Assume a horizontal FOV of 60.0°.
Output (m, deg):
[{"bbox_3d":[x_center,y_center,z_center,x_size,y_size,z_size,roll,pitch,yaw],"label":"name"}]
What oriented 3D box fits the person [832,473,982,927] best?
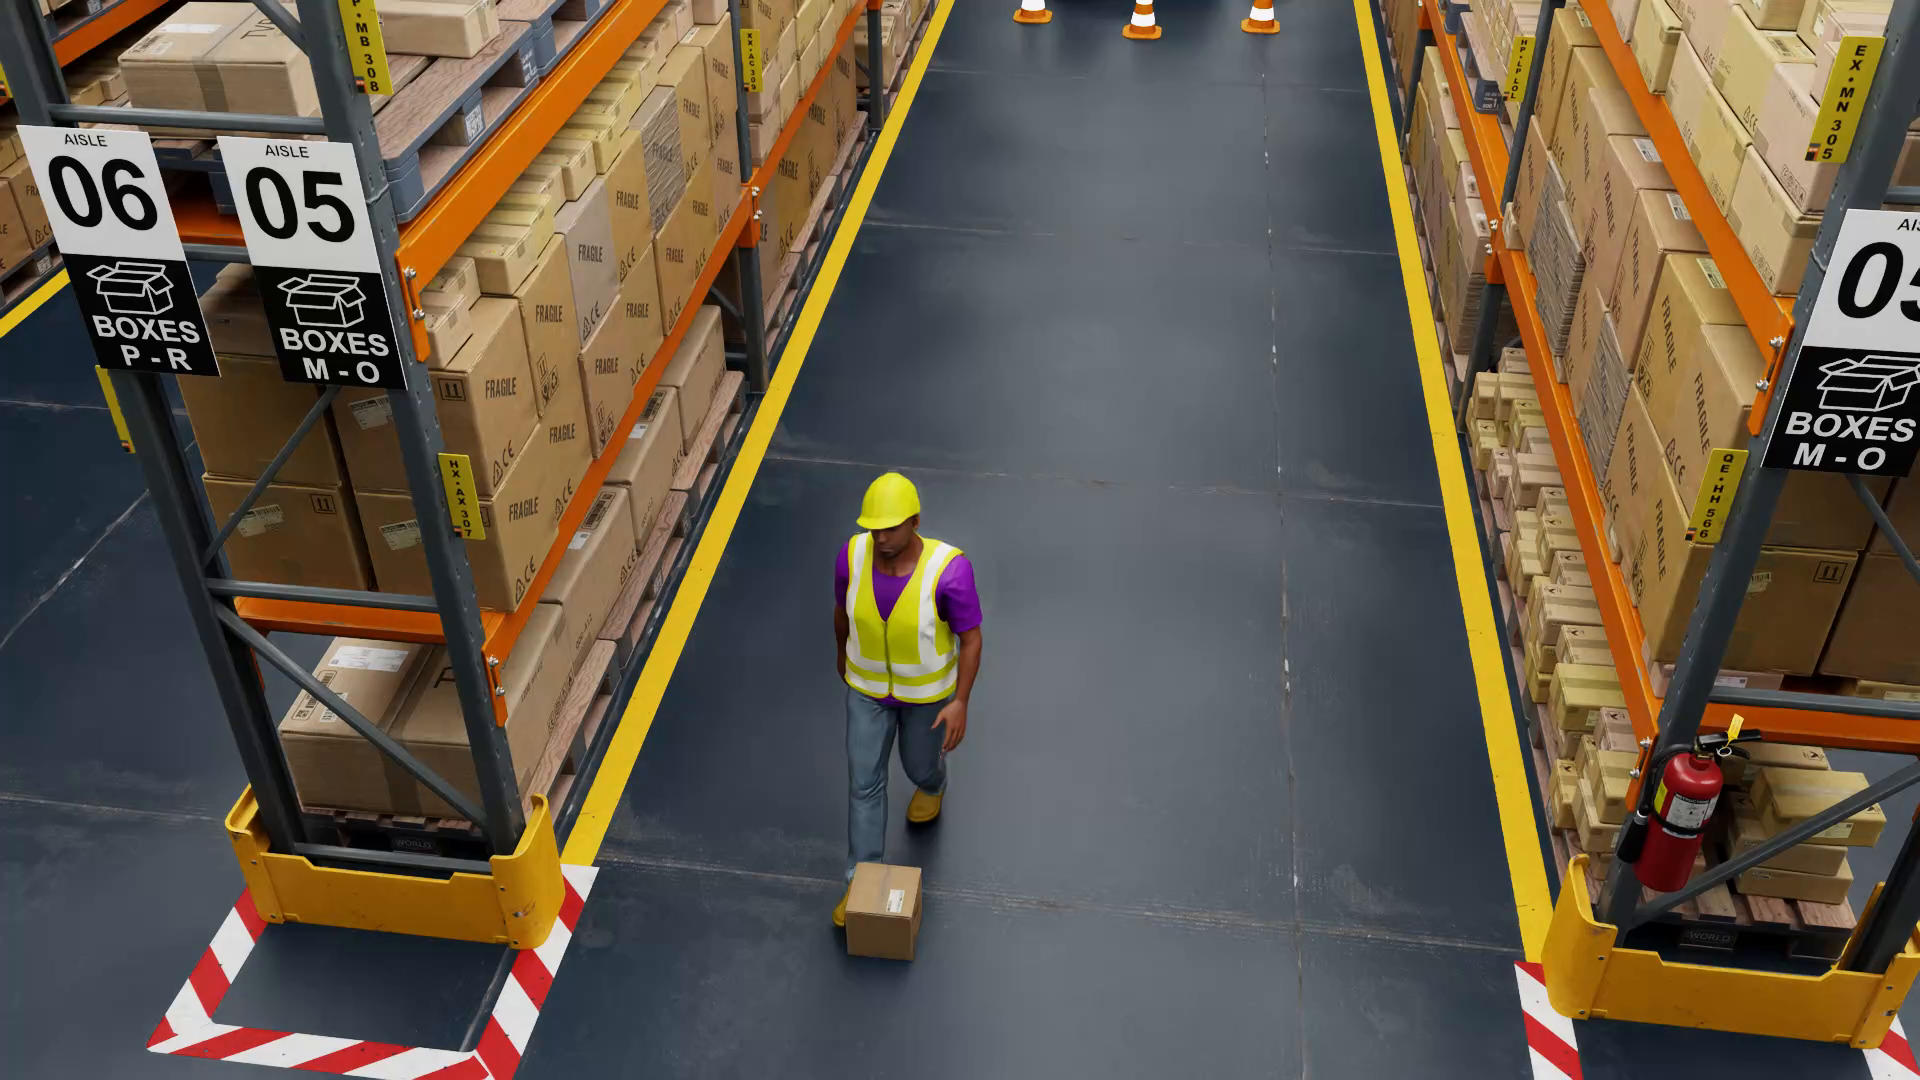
[{"bbox_3d":[-0.250,0.602,6.213,0.621,1.706,0.945,7,37,10],"label":"person"}]
